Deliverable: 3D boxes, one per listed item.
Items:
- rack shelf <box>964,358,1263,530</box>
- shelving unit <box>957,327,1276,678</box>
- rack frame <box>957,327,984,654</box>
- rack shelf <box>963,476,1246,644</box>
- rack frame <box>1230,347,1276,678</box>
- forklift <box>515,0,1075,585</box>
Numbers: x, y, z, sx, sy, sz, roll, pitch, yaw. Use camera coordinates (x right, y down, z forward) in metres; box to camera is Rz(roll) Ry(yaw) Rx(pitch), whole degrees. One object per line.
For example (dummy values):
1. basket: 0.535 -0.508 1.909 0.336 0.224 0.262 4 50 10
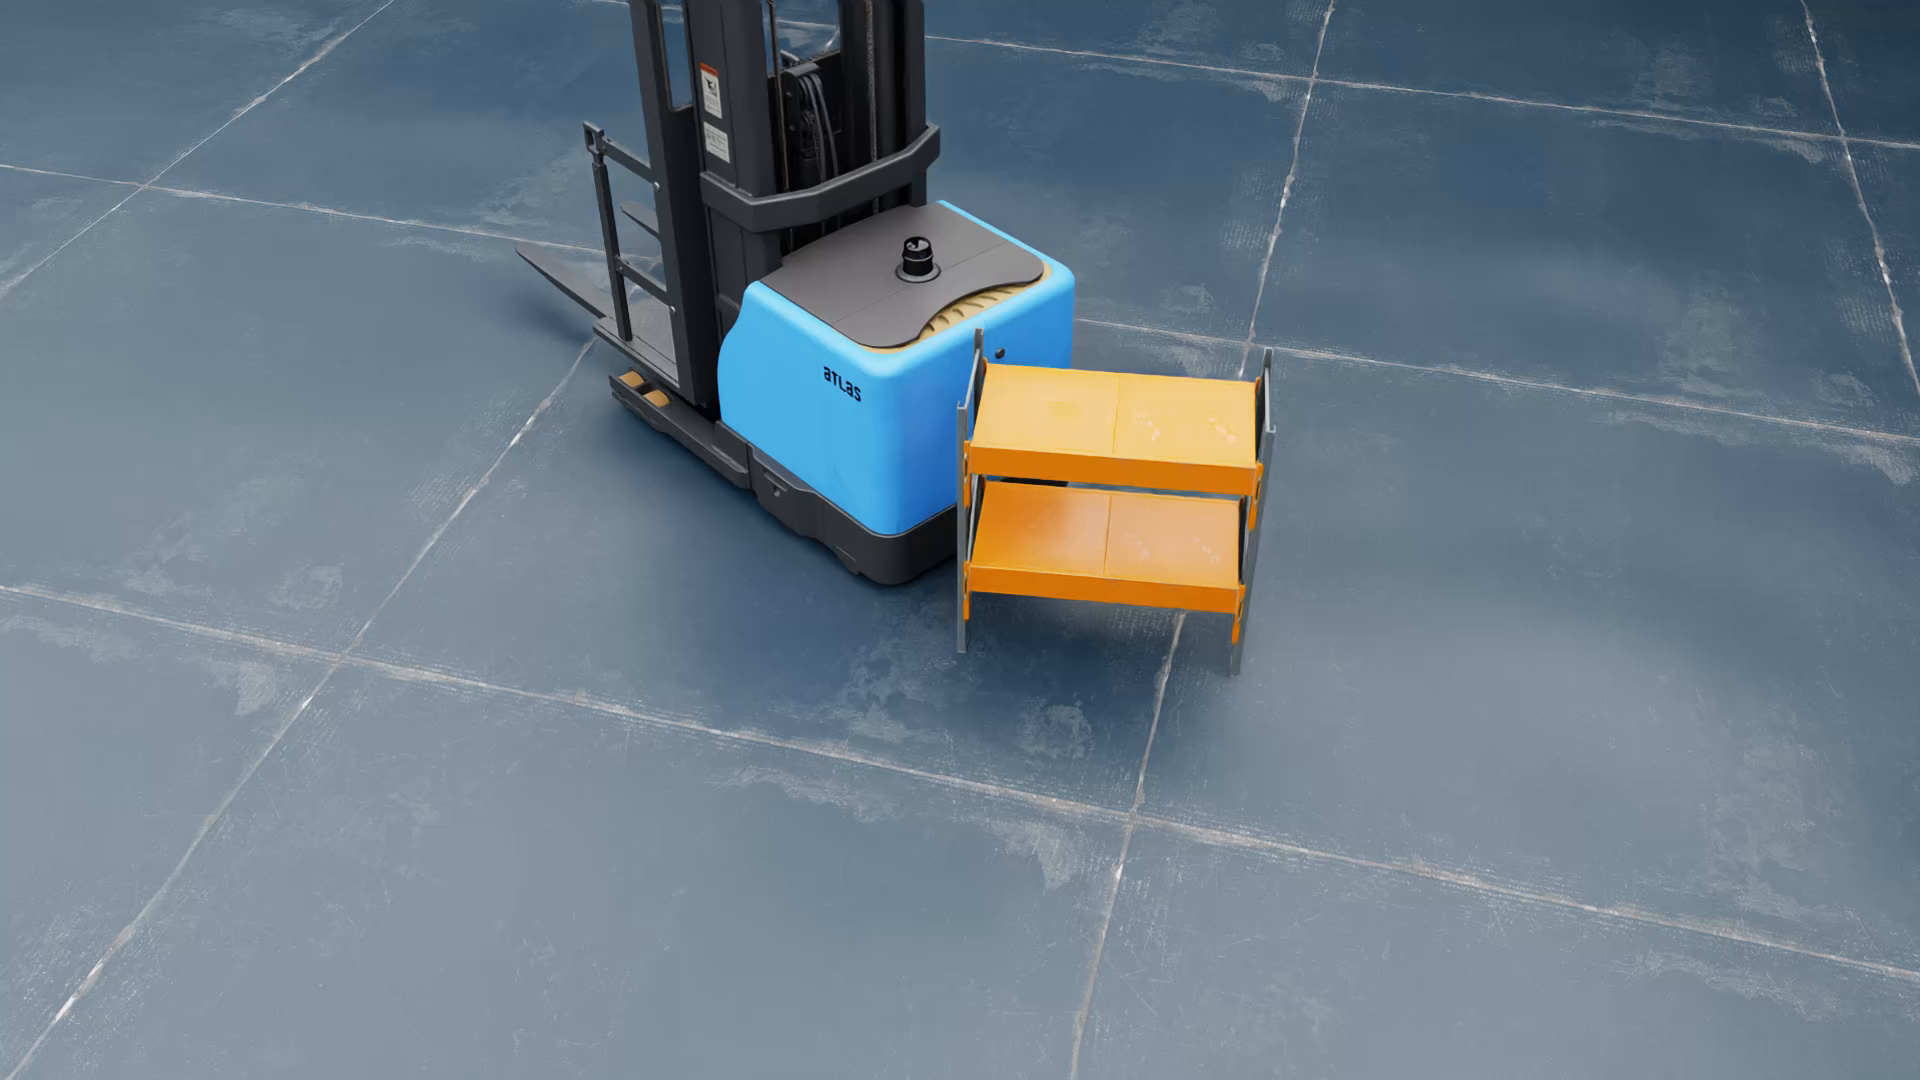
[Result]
1. rack shelf: 0.542 -0.346 5.833 1.000 0.278 0.538 5 40 6
2. shelving unit: 0.542 -0.122 6.021 1.048 1.125 0.538 5 40 6
3. rack frame: 0.037 -0.164 6.071 0.032 1.125 0.500 5 40 6
4. rack shelf: 0.542 0.065 6.178 1.000 0.278 0.538 5 40 6
5. rack frame: 1.046 -0.080 5.971 0.032 1.125 0.500 5 40 6
6. forklift: -0.909 -1.812 6.629 1.130 2.935 3.031 -30 49 -31
